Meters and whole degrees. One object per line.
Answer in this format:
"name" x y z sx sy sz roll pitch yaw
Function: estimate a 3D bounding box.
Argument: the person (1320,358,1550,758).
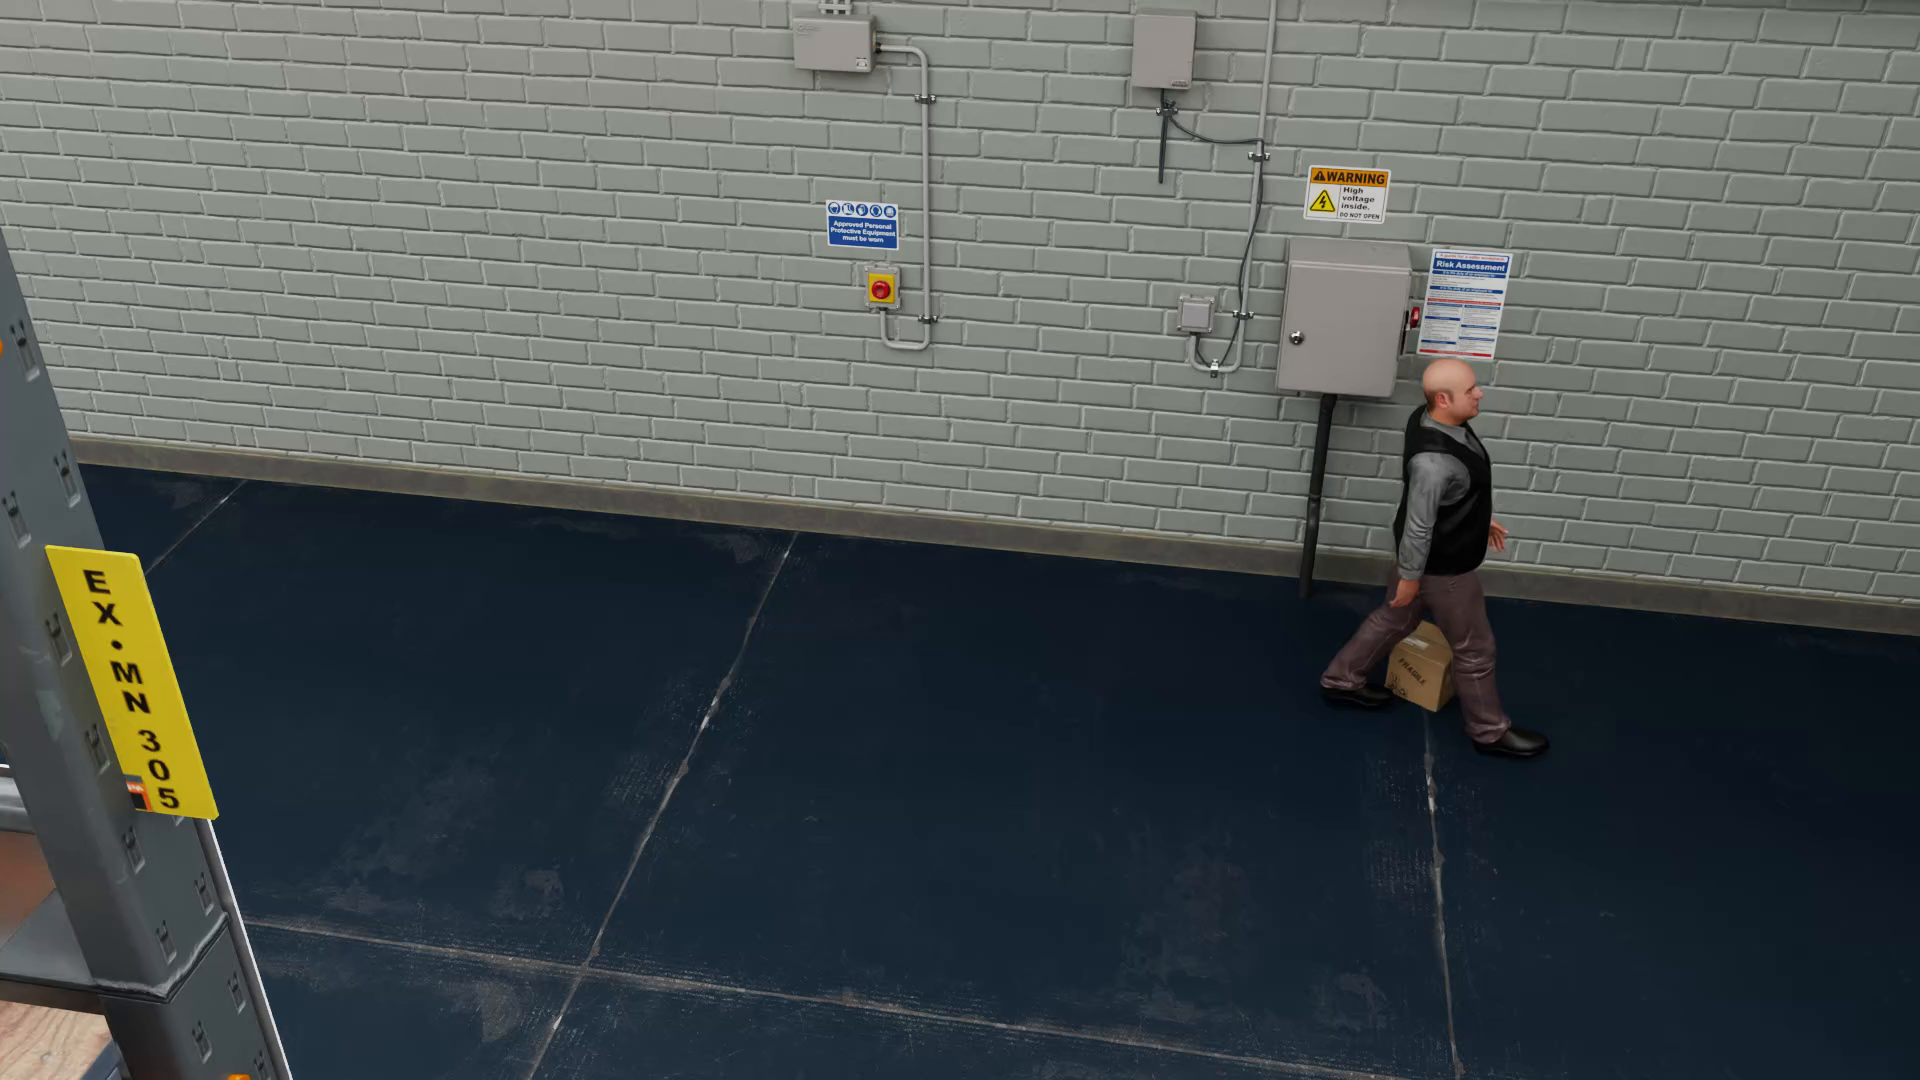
"person" 1.977 0.055 6.570 0.923 1.679 0.542 5 33 8
